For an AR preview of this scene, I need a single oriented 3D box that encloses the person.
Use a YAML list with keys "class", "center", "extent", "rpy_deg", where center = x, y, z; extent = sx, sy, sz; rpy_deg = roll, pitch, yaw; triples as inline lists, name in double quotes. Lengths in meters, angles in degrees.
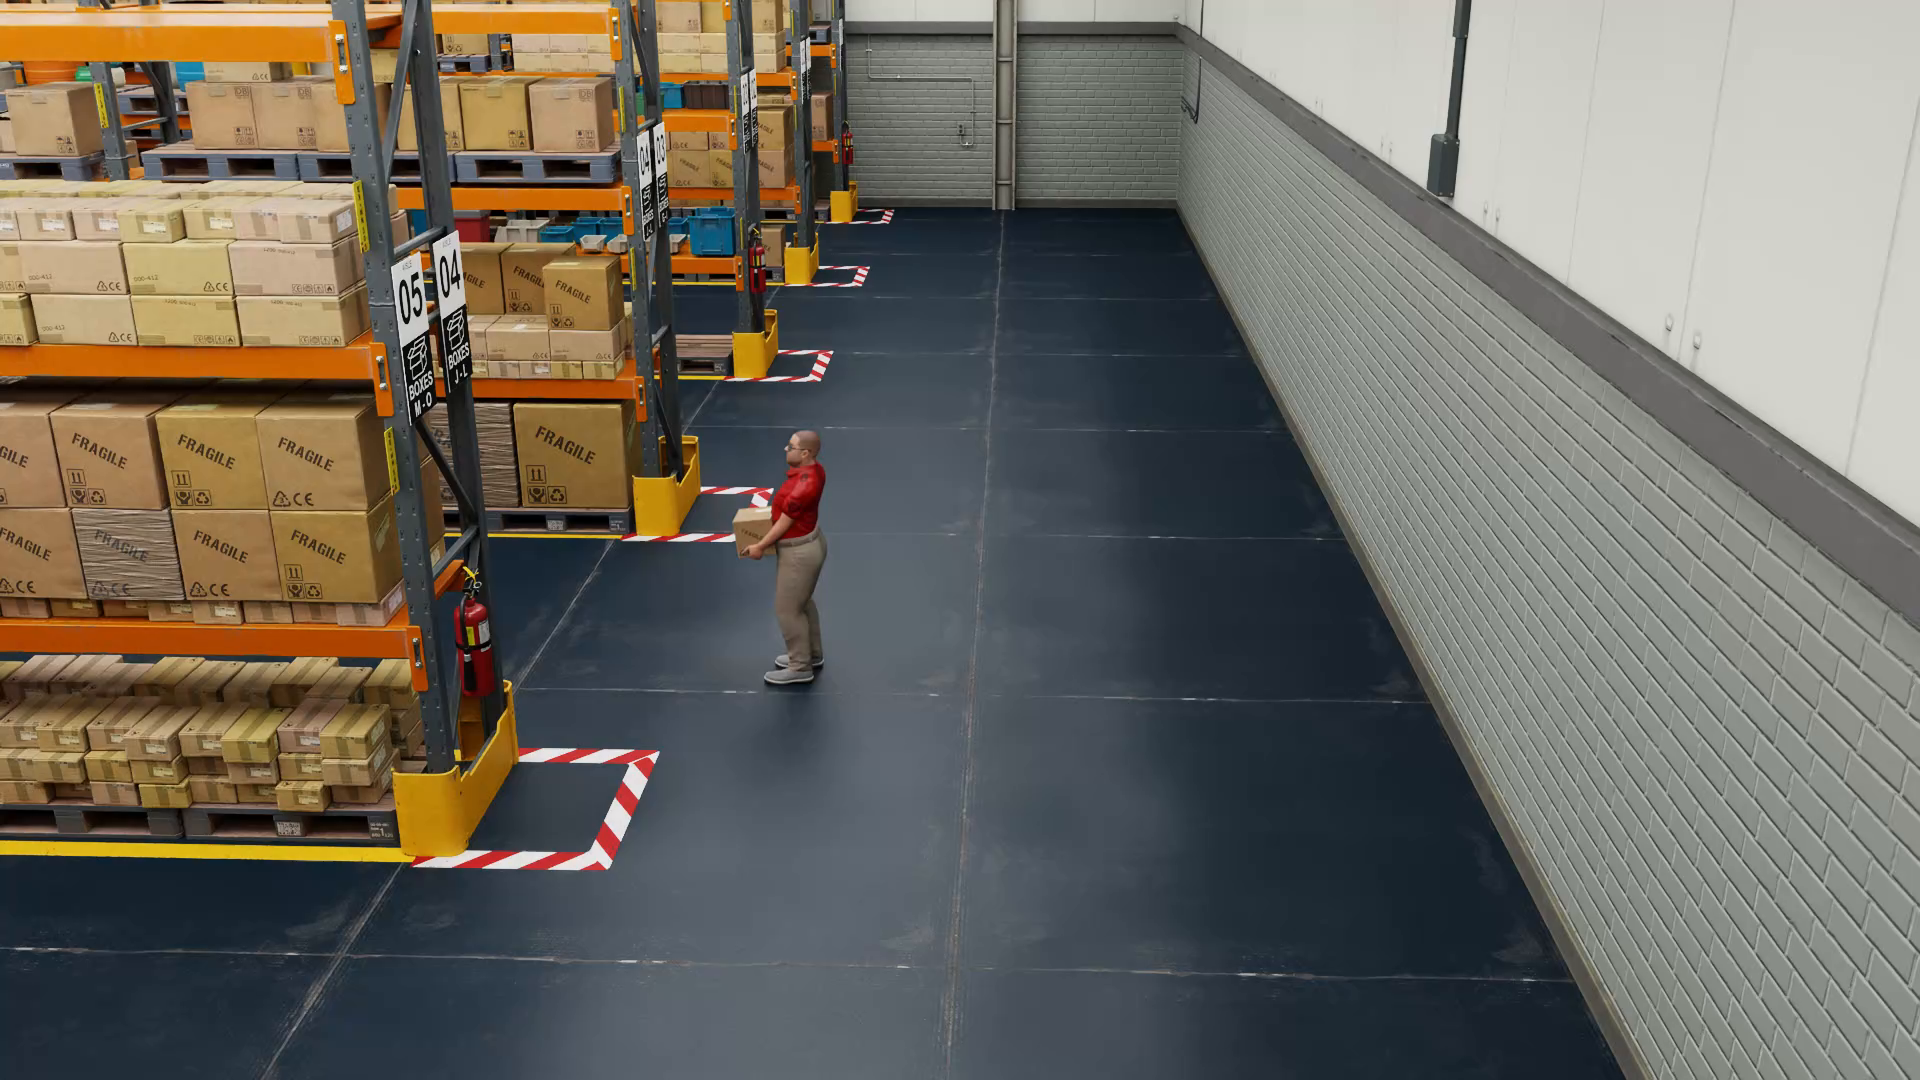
- class: "person"
  center: [-1.140, 0.102, 10.849]
  extent: [0.531, 1.713, 0.494]
  rpy_deg: [1, 21, 2]
